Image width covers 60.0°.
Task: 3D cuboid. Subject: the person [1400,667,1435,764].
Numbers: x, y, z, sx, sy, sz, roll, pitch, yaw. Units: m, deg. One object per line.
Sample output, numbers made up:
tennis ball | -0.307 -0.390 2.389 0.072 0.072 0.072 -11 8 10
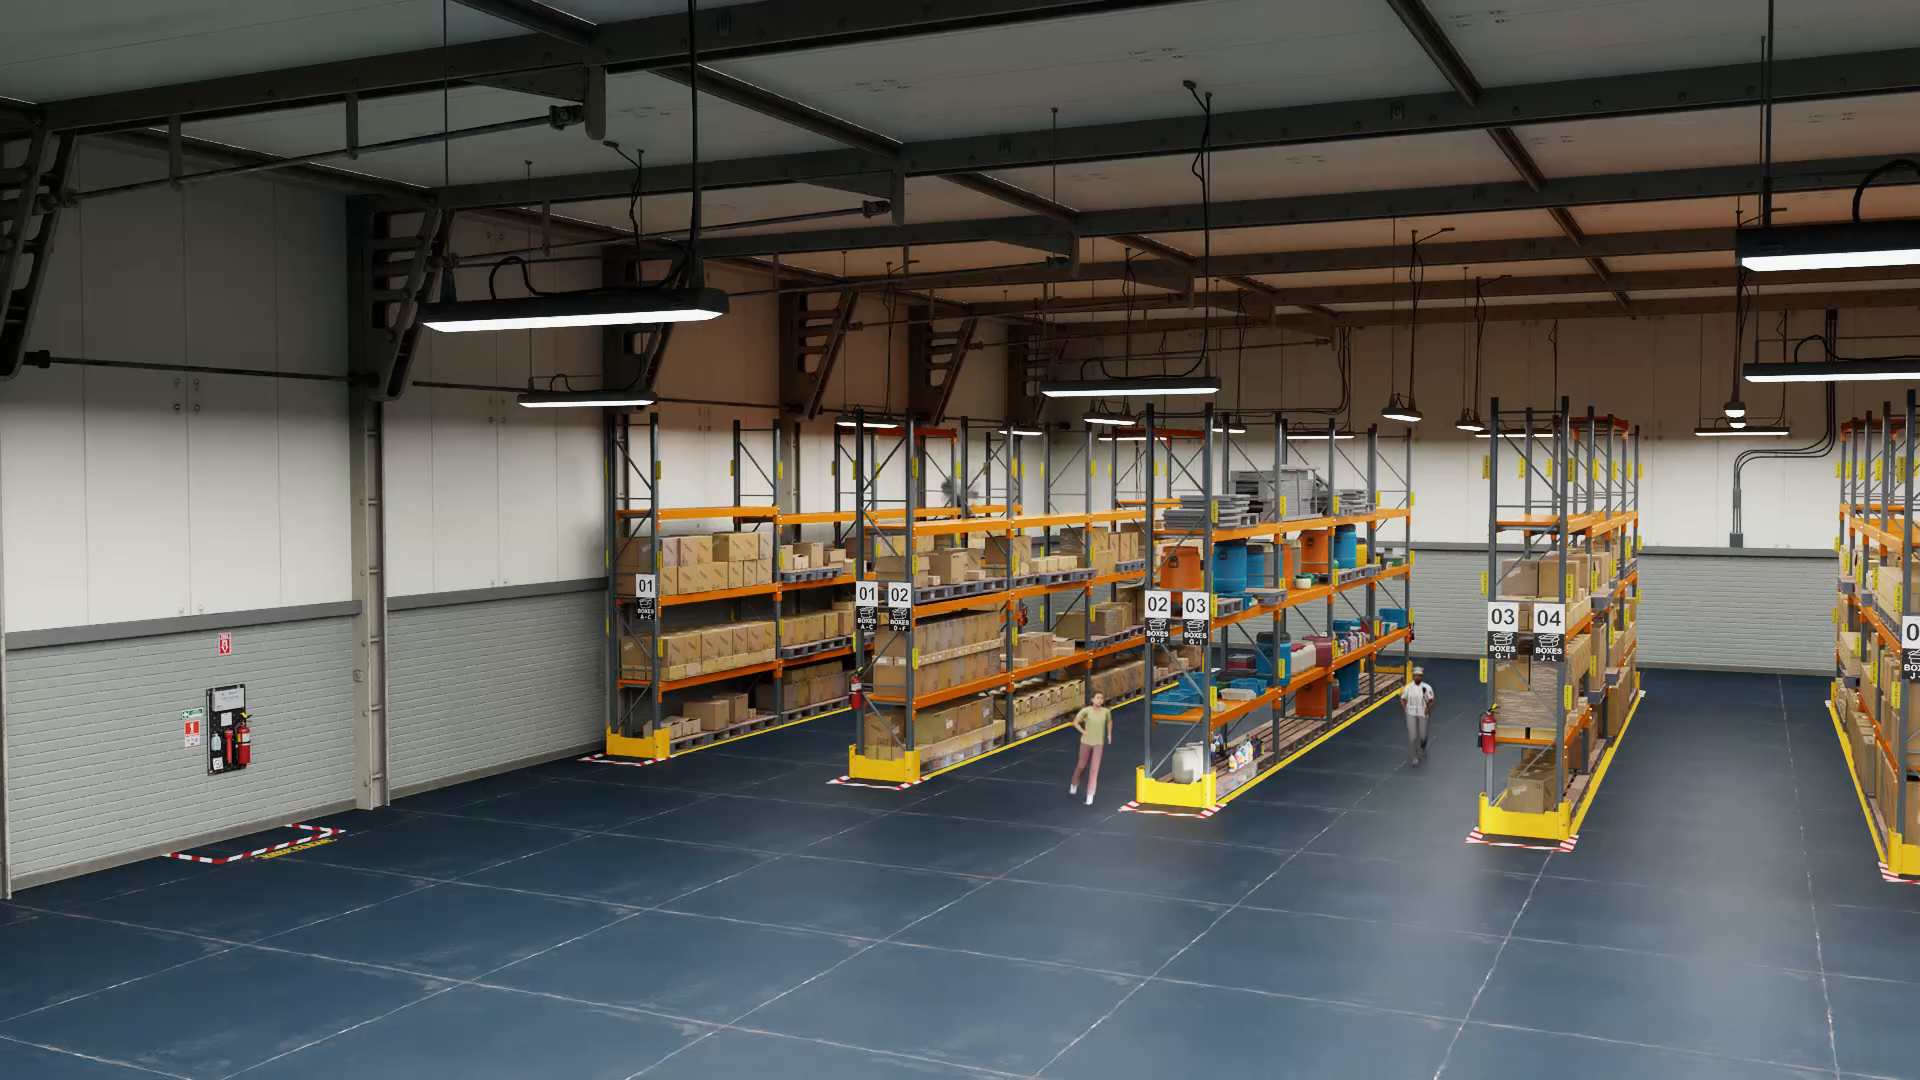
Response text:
person | 7.799 2.983 28.375 0.574 1.644 0.587 1 3 18

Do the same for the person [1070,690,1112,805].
person | 2.024 3.102 25.201 0.640 1.654 0.942 0 2 -5
